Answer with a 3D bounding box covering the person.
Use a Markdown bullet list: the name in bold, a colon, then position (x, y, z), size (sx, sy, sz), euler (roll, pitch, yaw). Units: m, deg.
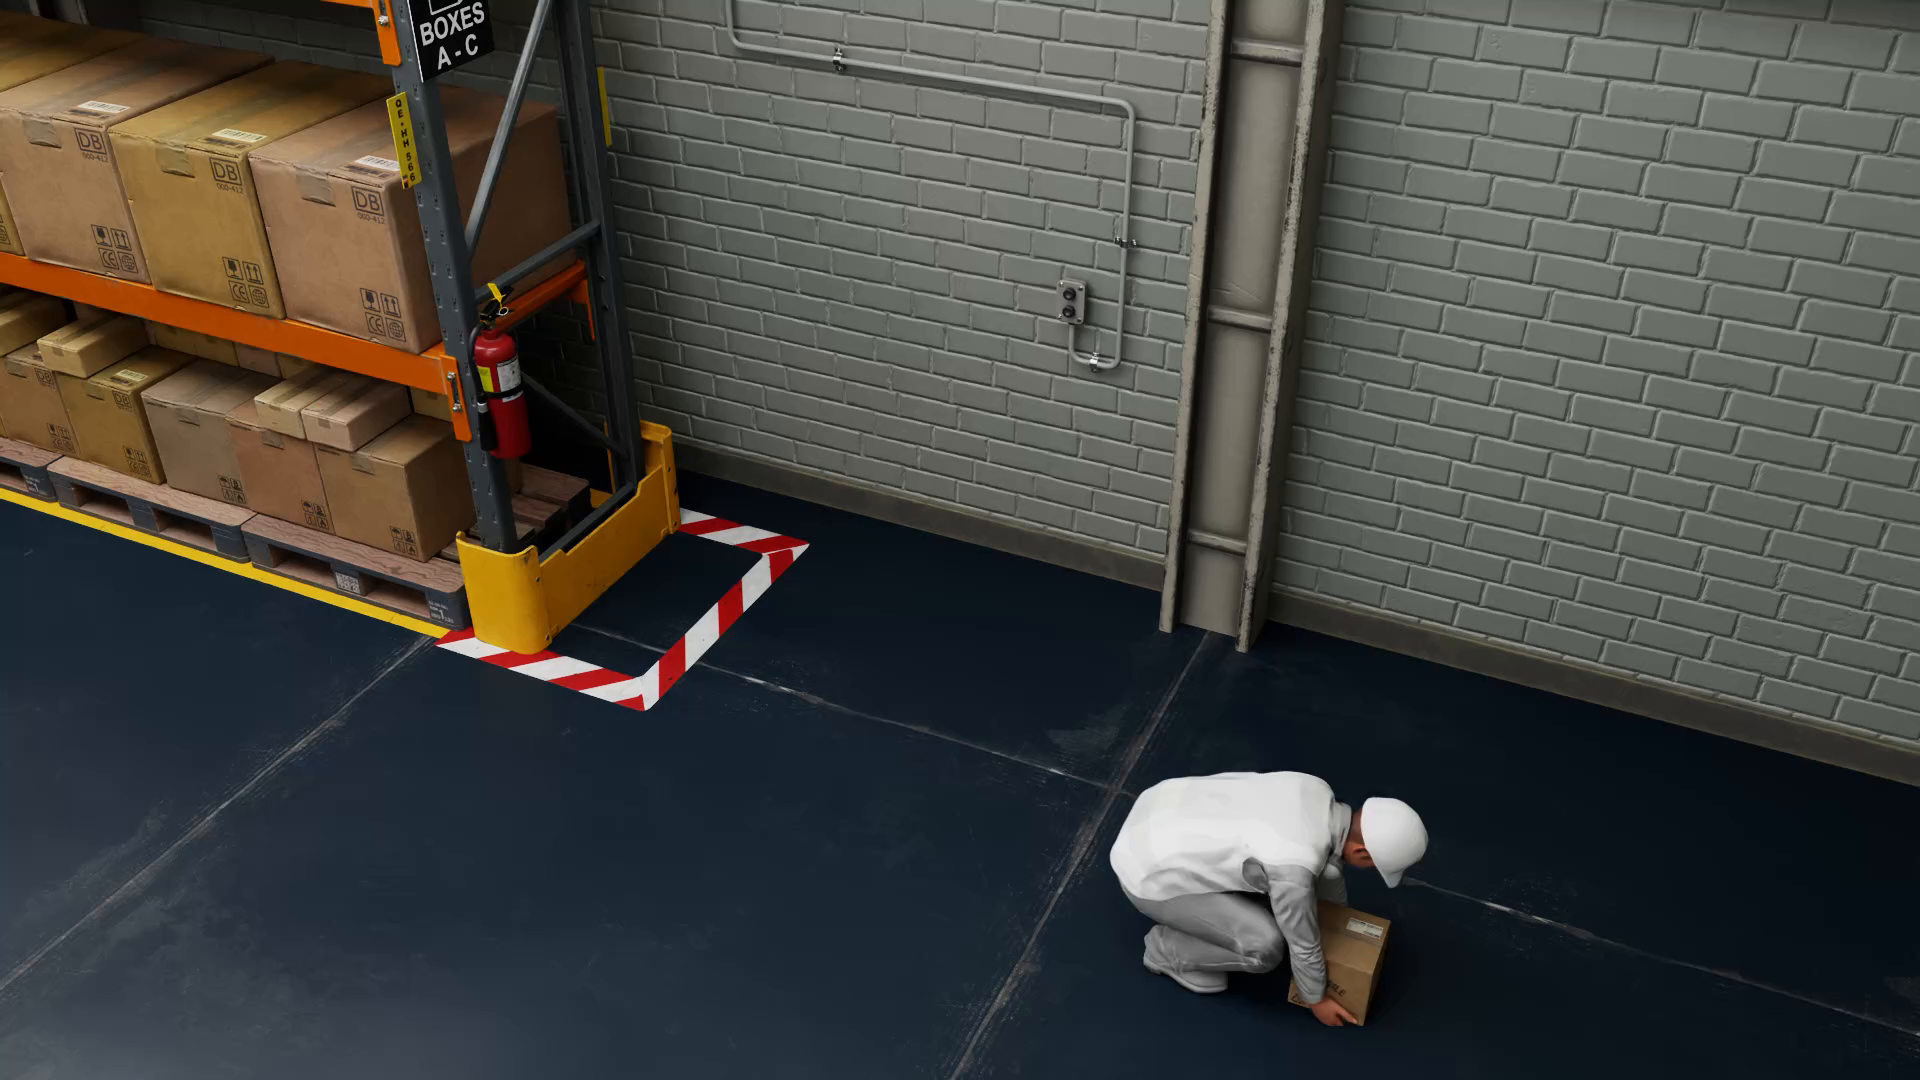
- **person**: position (0.974, 1.117, 5.391), size (0.953, 0.860, 0.527), euler (14, 36, 20)
